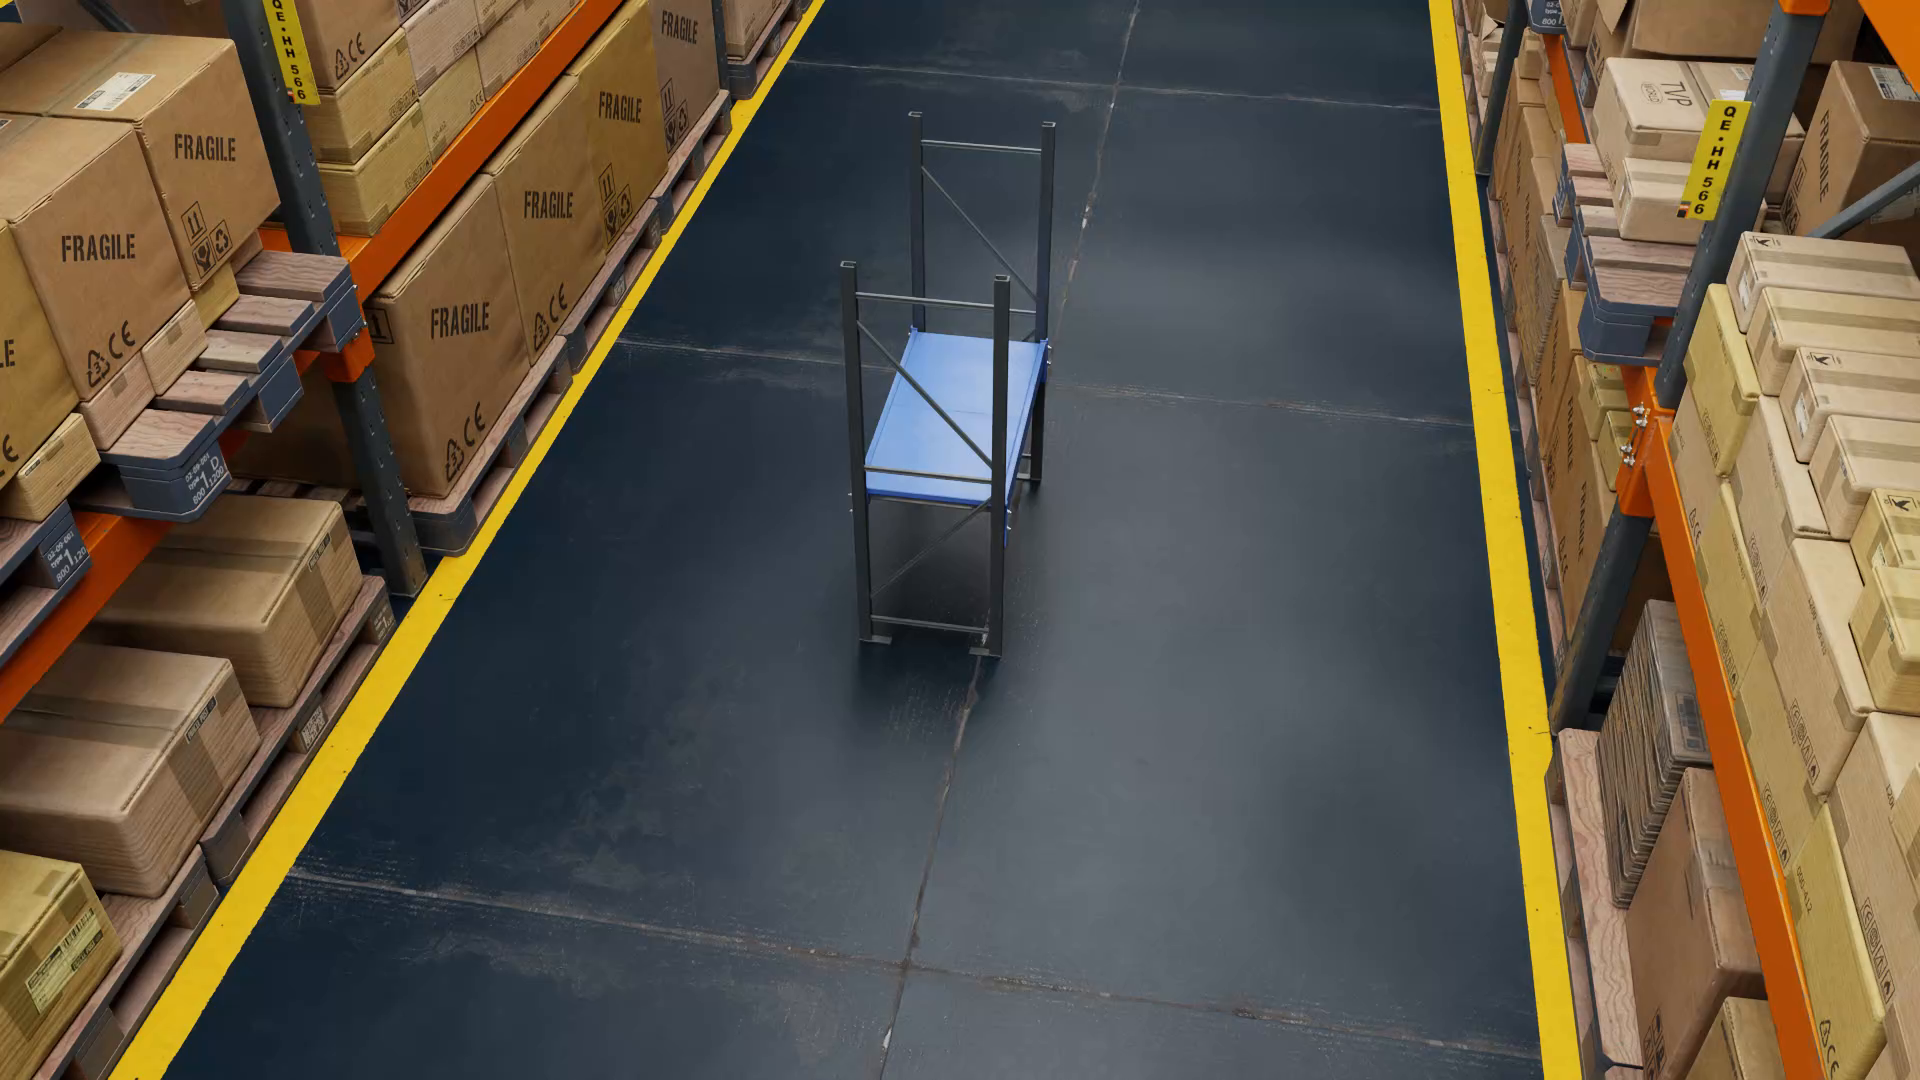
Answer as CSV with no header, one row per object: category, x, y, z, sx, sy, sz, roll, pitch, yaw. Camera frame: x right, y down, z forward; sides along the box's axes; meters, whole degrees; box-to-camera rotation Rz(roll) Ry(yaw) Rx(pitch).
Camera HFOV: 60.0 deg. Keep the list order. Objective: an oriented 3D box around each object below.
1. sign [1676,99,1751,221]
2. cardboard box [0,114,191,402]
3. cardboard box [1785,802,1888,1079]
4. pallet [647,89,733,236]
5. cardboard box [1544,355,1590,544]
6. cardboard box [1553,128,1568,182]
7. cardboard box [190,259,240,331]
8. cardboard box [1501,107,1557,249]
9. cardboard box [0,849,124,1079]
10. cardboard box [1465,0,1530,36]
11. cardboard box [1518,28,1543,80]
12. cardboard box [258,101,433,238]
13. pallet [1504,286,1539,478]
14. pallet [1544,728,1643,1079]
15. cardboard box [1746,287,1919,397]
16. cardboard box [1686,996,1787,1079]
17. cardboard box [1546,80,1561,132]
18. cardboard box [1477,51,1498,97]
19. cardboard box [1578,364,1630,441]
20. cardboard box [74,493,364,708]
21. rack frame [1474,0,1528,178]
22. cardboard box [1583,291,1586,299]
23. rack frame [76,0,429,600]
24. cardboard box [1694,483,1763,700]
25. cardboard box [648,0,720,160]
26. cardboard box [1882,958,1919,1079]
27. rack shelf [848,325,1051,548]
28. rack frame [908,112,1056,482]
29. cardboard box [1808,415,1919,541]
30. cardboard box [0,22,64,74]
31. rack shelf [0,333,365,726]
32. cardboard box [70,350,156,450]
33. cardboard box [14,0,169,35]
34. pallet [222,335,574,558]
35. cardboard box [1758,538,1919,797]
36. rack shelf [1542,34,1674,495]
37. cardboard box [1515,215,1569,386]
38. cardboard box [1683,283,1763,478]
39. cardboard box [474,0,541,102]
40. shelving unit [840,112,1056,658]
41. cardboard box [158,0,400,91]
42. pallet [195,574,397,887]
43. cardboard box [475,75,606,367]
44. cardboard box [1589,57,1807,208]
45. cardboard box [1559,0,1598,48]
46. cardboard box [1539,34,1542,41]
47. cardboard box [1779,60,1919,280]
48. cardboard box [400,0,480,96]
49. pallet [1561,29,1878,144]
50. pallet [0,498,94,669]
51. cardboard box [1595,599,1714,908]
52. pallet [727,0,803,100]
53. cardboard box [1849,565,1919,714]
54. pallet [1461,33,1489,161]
sign,1.909,-0.958,4.208,0.100,0.325,0.005,6,40,8
cardboard box,-2.328,-0.707,4.110,0.500,0.500,0.500,6,40,7
cardboard box,1.862,0.785,3.064,0.500,0.250,0.500,8,40,9
pallet,-1.811,-1.977,8.475,1.003,0.211,1.213,6,40,8
cardboard box,2.403,-0.289,5.878,0.500,0.500,0.500,6,40,7
cardboard box,2.694,-1.581,6.931,0.380,0.149,0.250,6,40,8
cardboard box,-2.244,-0.691,4.599,0.380,0.149,0.250,7,40,8
cardboard box,2.749,-1.583,7.443,0.500,0.500,0.500,6,40,7
cardboard box,-2.809,1.110,4.286,0.950,0.372,0.625,8,40,9
cardboard box,3.264,-3.151,9.339,0.700,0.500,0.500,5,40,6
cardboard box,2.813,-2.252,7.742,0.380,0.149,0.250,8,40,10
cardboard box,-2.112,-1.255,5.532,0.500,0.250,0.500,6,40,7
pallet,2.825,-0.642,6.860,1.003,0.211,1.213,6,40,8
pallet,2.264,1.099,4.756,1.003,0.211,1.213,6,40,8
cardboard box,2.055,-0.442,3.843,0.380,0.149,0.250,7,40,9
cardboard box,2.102,1.488,3.630,0.875,0.625,0.625,5,40,6
cardboard box,2.808,-1.907,7.325,0.380,0.149,0.250,4,40,5
cardboard box,2.944,-2.444,8.760,0.380,0.149,0.250,5,40,6
cardboard box,2.298,-0.450,5.563,0.380,0.149,0.250,4,40,5
cardboard box,-2.552,0.171,5.422,0.950,0.372,0.625,4,40,5
rack frame,3.137,-2.999,7.523,1.000,3.000,0.127,6,40,8
cardboard box,2.520,-0.927,6.141,0.380,0.149,0.250,6,40,7
rack frame,-2.444,-1.034,5.146,1.000,3.000,0.127,6,40,8
cardboard box,2.036,0.136,3.849,0.500,0.250,0.500,6,40,7
cardboard box,-1.781,-2.489,8.244,0.875,0.875,0.875,8,40,9
cardboard box,1.762,0.907,2.525,0.500,0.250,0.500,7,40,9
rack shelf,-0.015,-0.386,5.822,0.538,0.185,1.000,6,40,8
rack frame,0.073,-0.844,6.093,0.500,1.500,0.032,6,40,8
cardboard box,2.003,-0.112,3.444,0.380,0.149,0.250,7,40,8
cardboard box,-2.750,-1.092,4.575,0.500,0.500,0.500,5,40,6
rack shelf,-2.790,0.499,3.857,1.077,0.370,4.000,6,40,8
cardboard box,-2.295,-0.370,4.212,0.380,0.149,0.250,5,40,6
cardboard box,-2.613,-1.811,5.223,0.500,0.500,0.500,5,40,6
pallet,-2.234,-0.445,6.623,1.003,0.211,1.213,6,40,8
cardboard box,1.932,0.269,3.296,0.500,0.250,0.500,5,40,7
rack shelf,2.791,-1.466,6.234,1.077,0.370,4.000,6,40,8
cardboard box,2.563,-0.946,6.672,0.500,0.500,0.500,5,40,6
cardboard box,2.103,-0.375,4.074,0.500,0.250,0.500,6,40,8
cardboard box,-1.944,-1.908,6.321,0.500,0.250,0.500,8,40,9
shelving unit,-0.015,-0.524,5.707,0.538,1.500,1.048,6,40,8
cardboard box,-2.118,-1.740,5.137,0.500,0.500,0.500,5,40,6
pallet,-2.581,0.531,5.442,1.003,0.211,1.213,6,40,8
cardboard box,-2.085,-1.360,6.879,0.875,0.875,0.875,7,40,8
cardboard box,2.309,-1.290,5.245,0.500,0.250,0.500,5,40,6
cardboard box,2.608,-2.103,6.031,0.700,0.500,0.500,6,40,7
cardboard box,2.873,-2.360,7.639,0.380,0.149,0.250,6,40,7
cardboard box,2.688,-0.995,4.691,0.500,0.500,0.500,8,40,10
cardboard box,-2.023,-1.783,5.778,0.500,0.250,0.500,7,40,9
pallet,2.777,-1.636,6.025,1.003,0.211,1.213,6,40,8
pallet,-2.747,0.287,3.699,1.003,0.211,1.213,6,40,8
cardboard box,2.324,0.655,4.638,0.875,0.625,0.625,8,40,9
pallet,-1.544,-2.938,9.638,1.003,0.211,1.213,6,40,8
cardboard box,1.887,0.202,3.065,0.380,0.149,0.250,7,40,9
pallet,3.257,-2.355,8.933,1.003,0.211,1.213,6,40,8
